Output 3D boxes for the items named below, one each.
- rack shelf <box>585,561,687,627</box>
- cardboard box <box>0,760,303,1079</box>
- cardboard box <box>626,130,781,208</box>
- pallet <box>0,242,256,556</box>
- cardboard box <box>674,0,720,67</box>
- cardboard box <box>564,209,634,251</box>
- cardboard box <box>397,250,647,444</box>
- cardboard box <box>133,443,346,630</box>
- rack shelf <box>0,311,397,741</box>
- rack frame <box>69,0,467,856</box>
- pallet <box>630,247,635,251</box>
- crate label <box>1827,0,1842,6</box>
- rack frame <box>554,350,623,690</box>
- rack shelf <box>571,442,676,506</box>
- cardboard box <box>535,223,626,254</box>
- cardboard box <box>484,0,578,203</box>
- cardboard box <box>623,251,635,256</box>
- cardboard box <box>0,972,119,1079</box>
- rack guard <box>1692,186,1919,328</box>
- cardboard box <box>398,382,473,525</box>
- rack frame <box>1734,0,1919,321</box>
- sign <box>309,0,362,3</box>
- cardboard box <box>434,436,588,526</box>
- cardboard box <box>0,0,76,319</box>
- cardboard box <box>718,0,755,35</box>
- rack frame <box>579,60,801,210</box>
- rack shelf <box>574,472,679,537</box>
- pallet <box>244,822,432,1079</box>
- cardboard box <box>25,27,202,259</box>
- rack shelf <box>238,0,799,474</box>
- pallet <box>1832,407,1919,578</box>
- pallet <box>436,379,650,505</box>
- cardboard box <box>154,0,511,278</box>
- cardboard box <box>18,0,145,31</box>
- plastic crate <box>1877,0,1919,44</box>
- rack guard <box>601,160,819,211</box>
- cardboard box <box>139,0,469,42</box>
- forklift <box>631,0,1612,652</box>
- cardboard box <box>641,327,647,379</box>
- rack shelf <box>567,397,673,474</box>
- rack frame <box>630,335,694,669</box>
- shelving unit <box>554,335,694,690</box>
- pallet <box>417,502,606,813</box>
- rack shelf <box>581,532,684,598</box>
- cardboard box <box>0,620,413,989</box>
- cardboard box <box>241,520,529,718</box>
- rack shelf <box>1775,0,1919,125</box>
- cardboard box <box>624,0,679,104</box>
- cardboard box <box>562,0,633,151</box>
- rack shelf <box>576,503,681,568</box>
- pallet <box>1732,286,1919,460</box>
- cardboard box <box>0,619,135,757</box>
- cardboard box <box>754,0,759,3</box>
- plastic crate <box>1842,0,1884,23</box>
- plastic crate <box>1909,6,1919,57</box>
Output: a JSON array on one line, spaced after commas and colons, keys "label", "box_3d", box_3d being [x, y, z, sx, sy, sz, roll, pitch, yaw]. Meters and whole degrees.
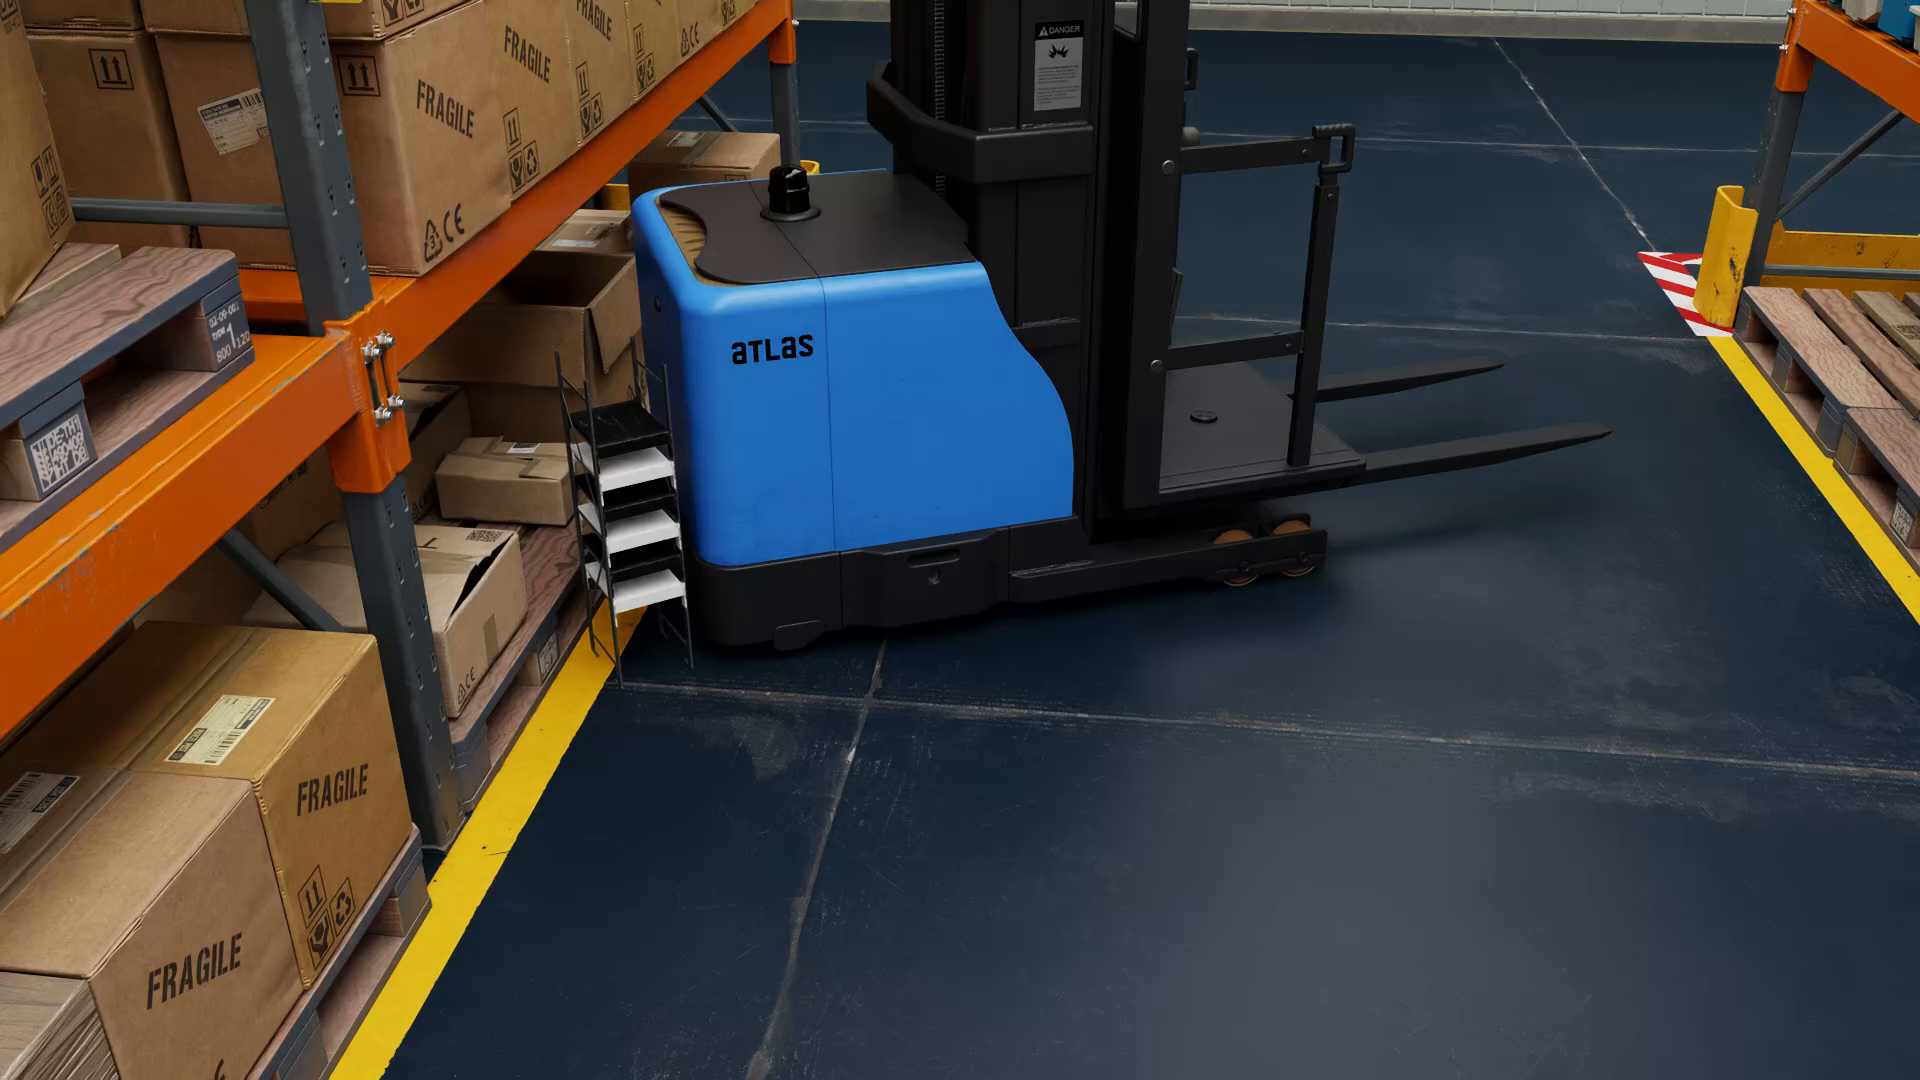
[{"label": "rack shelf", "box_3d": [-0.887, 0.123, 4.523, 0.200, 0.077, 0.258, -16, 32, -27]}, {"label": "cardboard box", "box_3d": [-1.532, 0.745, 2.876, 0.500, 0.500, 0.500, 3, 29, 6]}, {"label": "cardboard box", "box_3d": [-1.019, -1.349, 6.762, 0.500, 0.500, 0.500, 3, 28, 6]}, {"label": "pallet", "box_3d": [-1.894, -0.188, 2.640, 1.003, 0.211, 1.213, 3, 28, 6]}, {"label": "cardboard box", "box_3d": [-1.109, -1.864, 5.442, 0.500, 0.500, 0.500, 4, 29, 7]}, {"label": "cardboard box", "box_3d": [-1.590, -1.287, 7.018, 0.380, 0.149, 0.250, 3, 28, 6]}, {"label": "cardboard box", "box_3d": [-1.462, -0.622, 5.410, 0.797, 0.503, 0.637, 3, 28, 6]}, {"label": "cardboard box", "box_3d": [-1.899, -0.021, 4.297, 0.500, 0.500, 0.500, 3, 28, 6]}, {"label": "rack shelf", "box_3d": [-1.932, 0.615, 1.704, 1.077, 0.370, 4.000, 3, 28, 6]}, {"label": "rack frame", "box_3d": [-1.687, -0.643, 3.280, 1.000, 3.000, 0.127, 3, 28, 6]}, {"label": "pallet", "box_3d": [-1.303, -0.887, 6.674, 1.003, 0.211, 1.213, 3, 28, 6]}, {"label": "crate label", "box_3d": [3.361, -2.092, 6.083, 0.416, 0.233, 0.303, 3, 28, 6]}, {"label": "rack frame", "box_3d": [-0.974, -0.041, 4.377, 0.006, 0.900, 0.240, -16, 32, -27]}, {"label": "rack shelf", "box_3d": [-0.887, -0.194, 4.353, 0.200, 0.077, 0.258, -16, 32, -27]}, {"label": "cardboard box", "box_3d": [-1.607, -1.034, 6.442, 0.500, 0.250, 0.500, 3, 28, 6]}, {"label": "cardboard box", "box_3d": [-1.295, -1.152, 4.120, 0.500, 0.500, 0.500, 4, 29, 7]}, {"label": "cardboard box", "box_3d": [-1.158, -1.016, 6.497, 0.380, 0.166, 0.250, 3, 28, 6]}, {"label": "cardboard box", "box_3d": [-1.594, 0.981, 2.438, 0.500, 0.500, 0.500, 4, 29, 7]}, {"label": "rack guard", "box_3d": [3.708, -1.148, 6.853, 1.175, 0.500, 0.348, 3, 28, 6]}, {"label": "cardboard box", "box_3d": [-1.807, -0.290, 4.998, 0.500, 0.311, 0.500, 3, 28, 6]}, {"label": "rack frame", "box_3d": [3.718, -2.236, 6.238, 1.000, 3.000, 0.127, 3, 28, 6]}, {"label": "sign", "box_3d": [-1.136, -1.122, 2.949, 0.100, 0.325, 0.005, 3, 28, 6]}, {"label": "cardboard box", "box_3d": [-1.325, -0.182, 4.948, 0.380, 0.166, 0.250, 3, 28, 6]}, {"label": "cardboard box", "box_3d": [-1.967, -0.662, 2.767, 0.700, 0.500, 0.500, -6, 29, -11]}, {"label": "cardboard box", "box_3d": [-1.042, -2.099, 5.877, 0.500, 0.500, 0.500, 4, 29, 7]}, {"label": "rack frame", "box_3d": [-1.197, -2.526, 6.775, 1.000, 3.000, 0.127, 3, 28, 6]}, {"label": "rack shelf", "box_3d": [-0.887, -0.115, 4.395, 0.200, 0.077, 0.258, -16, 32, -27]}, {"label": "pallet", "box_3d": [-1.749, 0.970, 3.227, 1.003, 0.211, 1.213, 3, 28, 6]}, {"label": "cardboard box", "box_3d": [-1.881, -0.937, 3.721, 0.500, 0.500, 0.500, 4, 29, 7]}, {"label": "rack shelf", "box_3d": [-1.442, -1.267, 5.199, 1.077, 0.370, 4.000, 3, 28, 6]}, {"label": "pallet", "box_3d": [3.427, -0.050, 5.120, 1.003, 0.211, 1.213, 3, 28, 6]}, {"label": "pallet", "box_3d": [-1.455, -0.314, 5.611, 1.003, 0.211, 1.213, 3, 28, 6]}, {"label": "cardboard box", "box_3d": [-1.354, -0.911, 3.673, 0.500, 0.500, 0.500, 4, 29, 8]}, {"label": "cardboard box", "box_3d": [-1.882, -1.380, 3.489, 0.500, 0.500, 0.500, 3, 29, 6]}, {"label": "plastic crate", "box_3d": [3.281, -1.782, 5.508, 0.416, 0.233, 0.300, 3, 28, 6]}, {"label": "rack guard", "box_3d": [-1.207, -1.389, 7.302, 1.175, 0.500, 0.348, 3, 28, 6]}, {"label": "cardboard box", "box_3d": [-1.350, -1.332, 3.401, 0.500, 0.500, 0.500, 4, 29, 8]}, {"label": "forklift", "box_3d": [0.593, -1.381, 4.723, 3.031, 2.935, 1.130, -9, 30, -16]}, {"label": "cardboard box", "box_3d": [-1.166, -0.793, 5.995, 0.500, 0.250, 0.500, 3, 28, 6]}, {"label": "rack shelf", "box_3d": [-0.887, -0.274, 4.310, 0.200, 0.077, 0.258, -16, 32, -27]}, {"label": "rack frame", "box_3d": [-0.799, -0.090, 4.468, 0.006, 0.900, 0.240, -16, 32, -27]}, {"label": "shelving unit", "box_3d": [-0.887, -0.065, 4.422, 0.210, 0.900, 0.258, -16, 32, -27]}, {"label": "pallet", "box_3d": [-1.602, 0.262, 4.542, 1.003, 0.211, 1.213, 3, 28, 6]}, {"label": "rack shelf", "box_3d": [-0.887, 0.043, 4.481, 0.200, 0.077, 0.258, -16, 32, -27]}, {"label": "cardboard box", "box_3d": [-1.463, 0.513, 3.307, 0.500, 0.500, 0.500, 3, 28, 6]}, {"label": "cardboard box", "box_3d": [-1.421, 0.162, 4.157, 0.500, 0.311, 0.500, 3, 28, 6]}, {"label": "rack shelf", "box_3d": [3.473, -0.978, 4.661, 1.077, 0.370, 4.000, 3, 28, 6]}, {"label": "cardboard box", "box_3d": [-1.171, -1.627, 5.002, 0.500, 0.500, 0.500, 3, 28, 5]}, {"label": "cardboard box", "box_3d": [-1.231, -1.387, 4.557, 0.500, 0.500, 0.500, 3, 28, 6]}, {"label": "rack shelf", "box_3d": [-0.887, -0.036, 4.438, 0.200, 0.077, 0.258, -16, 32, -27]}, {"label": "pallet", "box_3d": [3.579, -0.622, 6.183, 1.003, 0.211, 1.213, 3, 28, 6]}, {"label": "cardboard box", "box_3d": [-1.988, 0.478, 3.373, 0.500, 0.500, 0.500, 2, 28, 4]}, {"label": "cardboard box", "box_3d": [-0.982, -2.343, 6.331, 0.500, 0.500, 0.500, 4, 29, 8]}, {"label": "plastic crate", "box_3d": [3.240, -1.903, 5.835, 0.250, 0.136, 0.298, 3, 28, 6]}, {"label": "plastic crate", "box_3d": [3.157, -1.584, 5.242, 0.250, 0.136, 0.298, 3, 28, 6]}]
